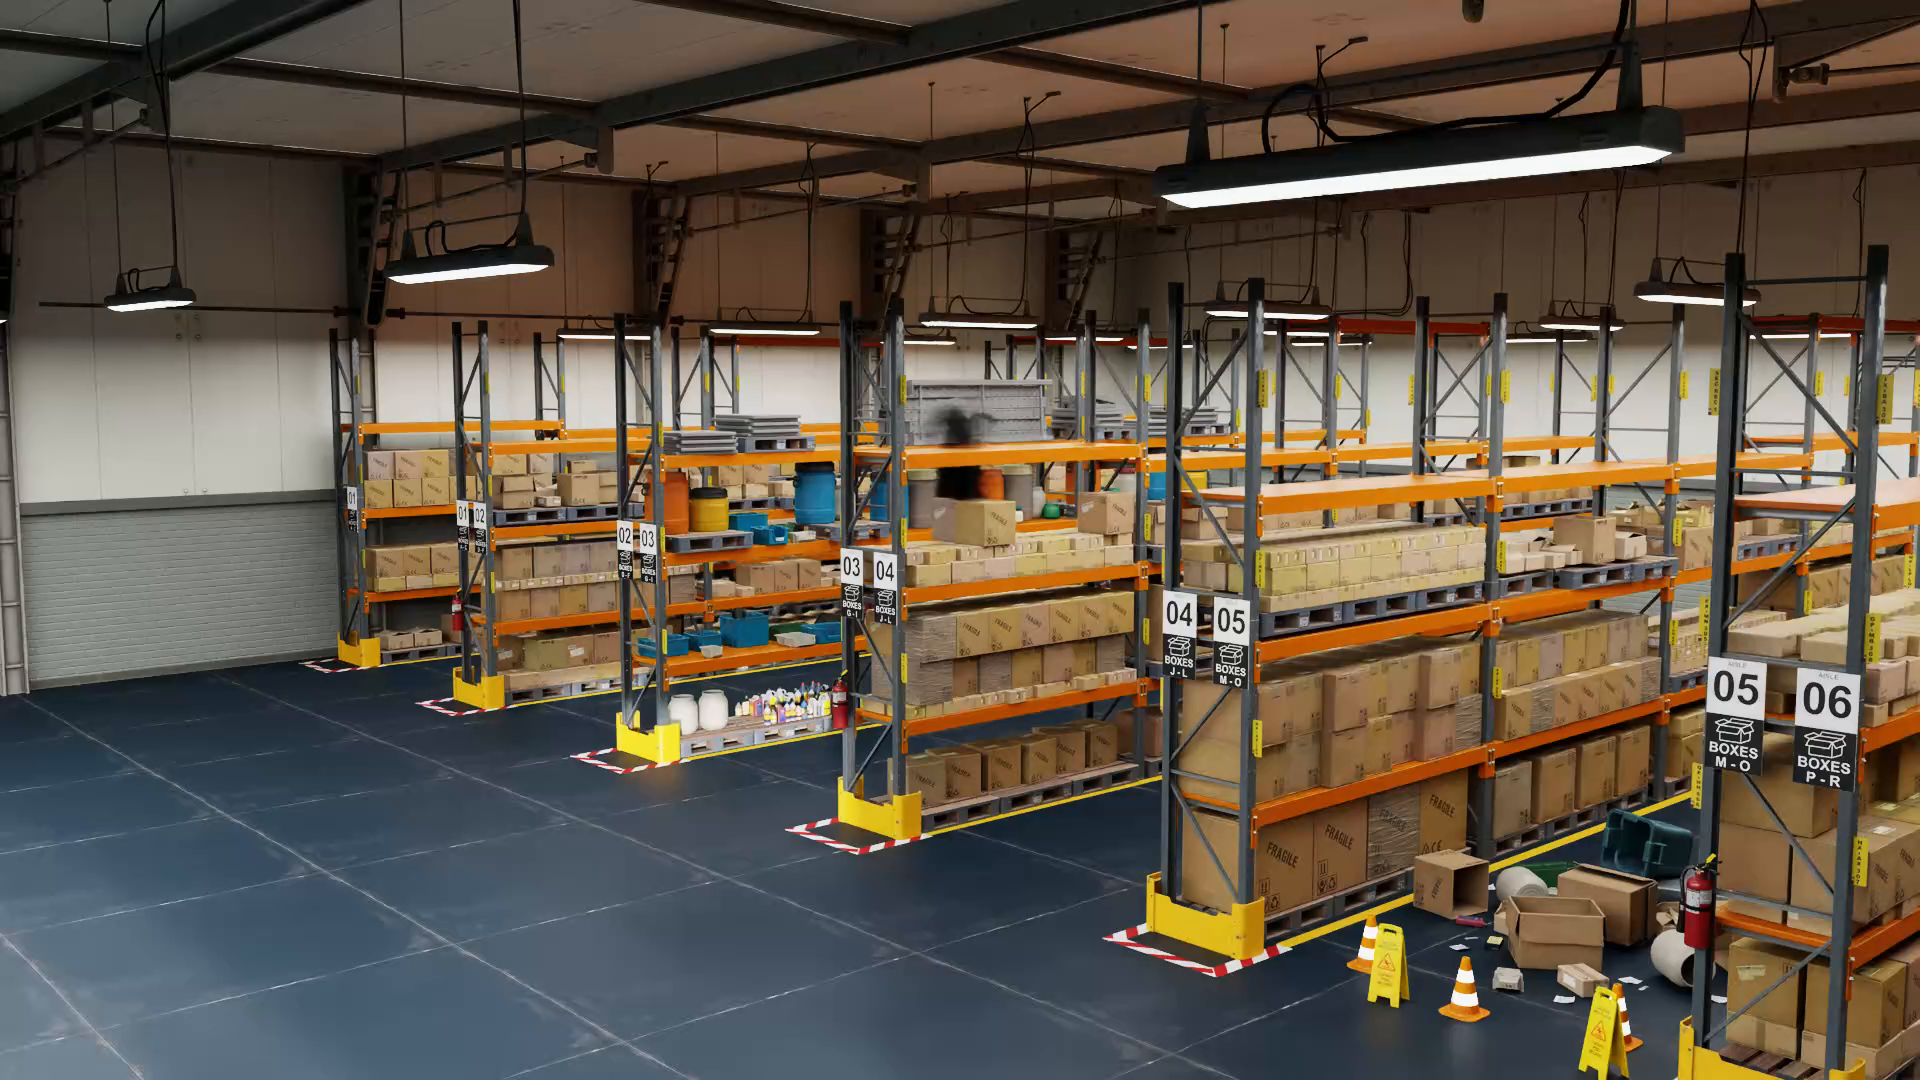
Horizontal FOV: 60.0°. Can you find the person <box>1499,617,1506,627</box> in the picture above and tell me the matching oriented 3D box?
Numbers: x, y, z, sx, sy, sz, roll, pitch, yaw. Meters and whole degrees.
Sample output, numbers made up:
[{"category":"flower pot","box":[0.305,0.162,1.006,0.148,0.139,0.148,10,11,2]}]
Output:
[{"category":"person","box":[7.911,1.920,24.526,0.555,1.703,0.700,5,7,40]}]

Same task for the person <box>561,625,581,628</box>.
[{"category":"person","box":[-6.726,1.433,28.880,0.722,1.754,0.835,5,7,41]}]

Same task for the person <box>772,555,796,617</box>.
[{"category":"person","box":[-3.373,1.122,32.488,0.799,1.753,0.553,-5,7,-40]}]
